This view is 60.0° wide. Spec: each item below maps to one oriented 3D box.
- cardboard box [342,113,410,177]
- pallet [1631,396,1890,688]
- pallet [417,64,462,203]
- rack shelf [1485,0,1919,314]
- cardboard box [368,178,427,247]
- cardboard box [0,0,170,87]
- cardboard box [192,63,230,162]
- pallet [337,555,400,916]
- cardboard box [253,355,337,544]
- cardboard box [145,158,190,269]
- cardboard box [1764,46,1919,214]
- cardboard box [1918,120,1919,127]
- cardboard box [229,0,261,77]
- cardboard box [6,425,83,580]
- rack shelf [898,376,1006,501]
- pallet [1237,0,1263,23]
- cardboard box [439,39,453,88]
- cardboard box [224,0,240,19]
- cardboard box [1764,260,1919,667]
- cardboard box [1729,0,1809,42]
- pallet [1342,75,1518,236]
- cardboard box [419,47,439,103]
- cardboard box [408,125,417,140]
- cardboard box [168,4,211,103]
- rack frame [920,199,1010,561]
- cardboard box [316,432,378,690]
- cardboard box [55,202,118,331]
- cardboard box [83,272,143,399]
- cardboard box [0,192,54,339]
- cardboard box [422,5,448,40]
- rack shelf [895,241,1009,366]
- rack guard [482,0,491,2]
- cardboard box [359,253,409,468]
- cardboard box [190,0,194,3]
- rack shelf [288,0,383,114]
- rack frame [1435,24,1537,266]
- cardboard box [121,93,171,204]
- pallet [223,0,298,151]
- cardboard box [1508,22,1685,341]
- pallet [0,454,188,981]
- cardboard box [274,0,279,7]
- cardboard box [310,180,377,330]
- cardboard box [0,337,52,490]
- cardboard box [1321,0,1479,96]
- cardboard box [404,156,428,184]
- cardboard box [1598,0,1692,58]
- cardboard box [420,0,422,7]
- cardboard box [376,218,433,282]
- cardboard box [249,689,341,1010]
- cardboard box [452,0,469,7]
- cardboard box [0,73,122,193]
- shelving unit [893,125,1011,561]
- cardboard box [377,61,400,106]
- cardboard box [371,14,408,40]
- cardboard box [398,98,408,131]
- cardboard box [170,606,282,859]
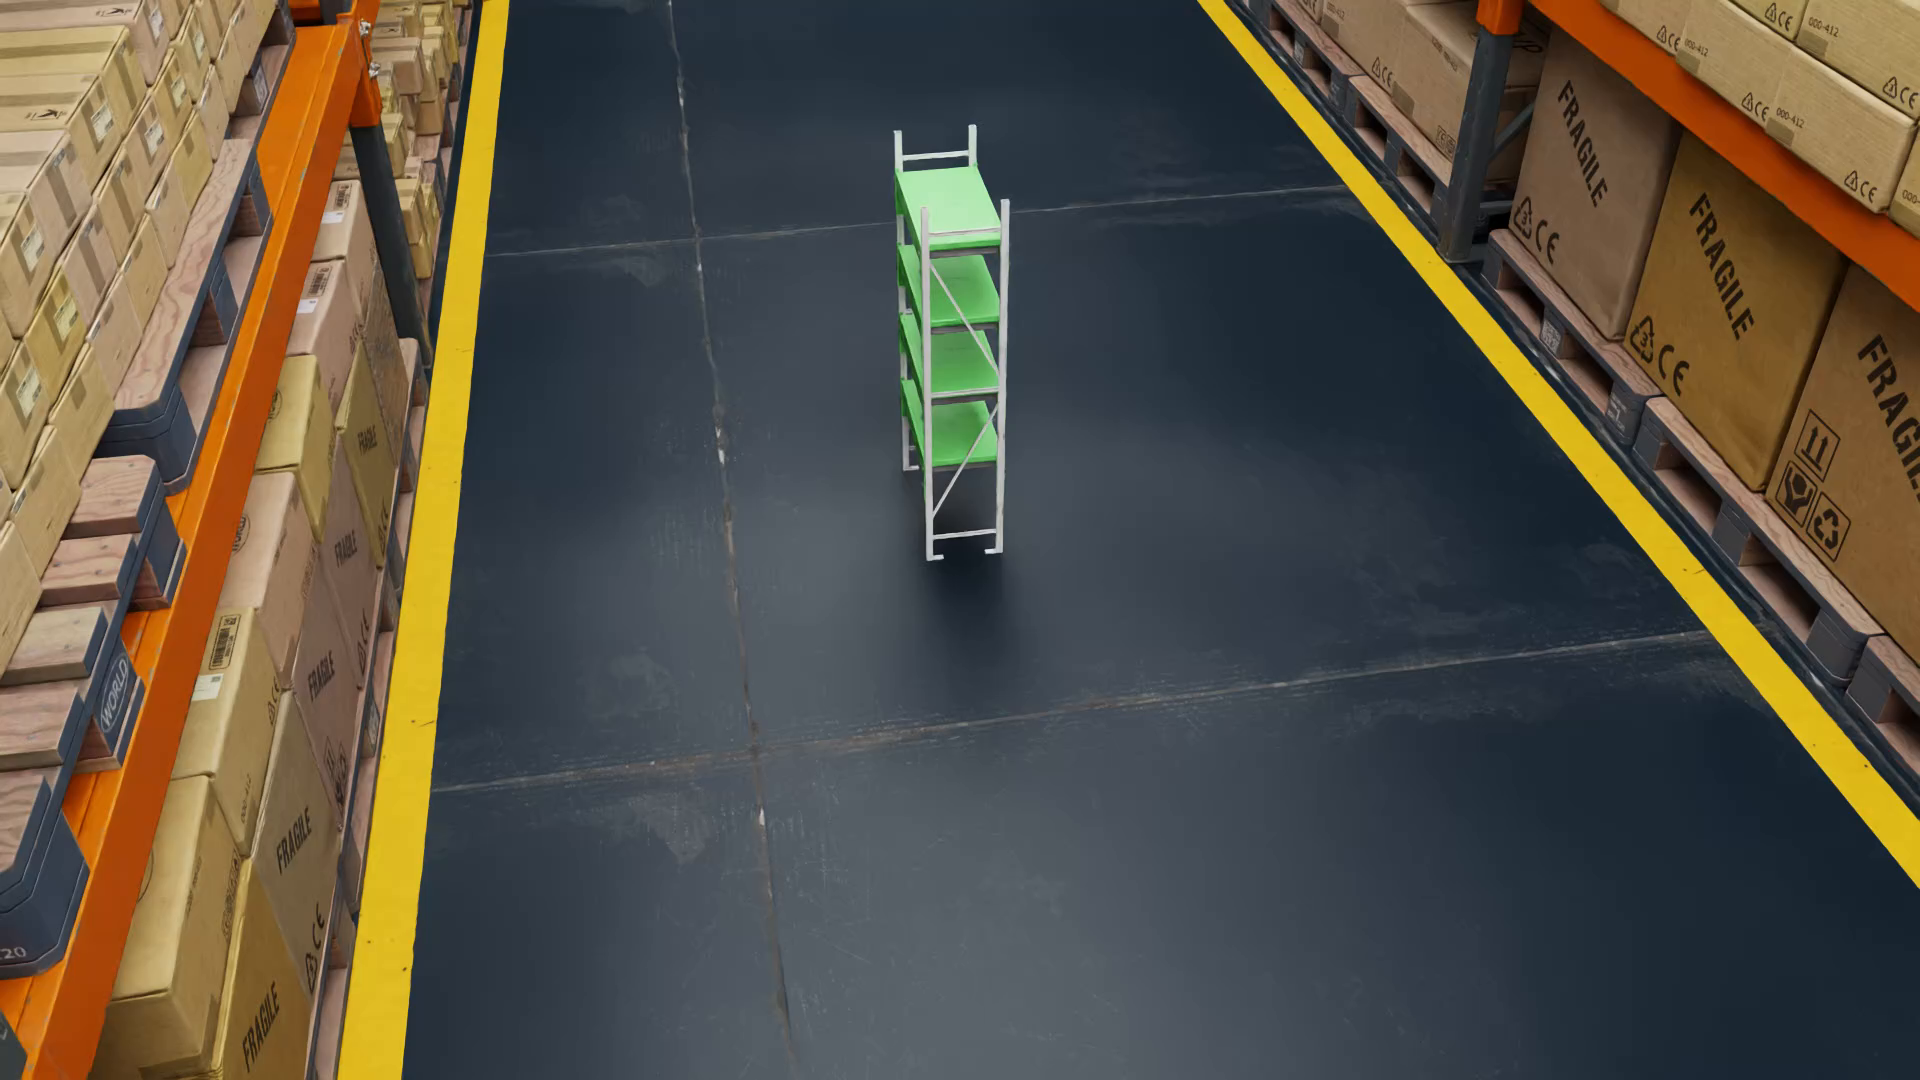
[{"bbox_3d":[-2.268,-1.459,6.179,0.380,0.149,0.250,-4,38,-6],"label":"cardboard box"},{"bbox_3d":[2.861,-0.077,5.177,1.003,0.211,1.213,-6,38,-8],"label":"pallet"},{"bbox_3d":[-2.791,-1.820,7.420,1.003,0.211,1.213,-6,38,-8],"label":"pallet"},{"bbox_3d":[2.785,-0.882,4.527,1.077,0.370,4.000,-6,38,-8],"label":"rack shelf"},{"bbox_3d":[-2.170,-1.192,6.078,0.380,0.149,0.250,-5,38,-6],"label":"cardboard box"},{"bbox_3d":[-1.931,-1.074,3.564,0.380,0.149,0.250,-8,39,-10],"label":"cardboard box"},{"bbox_3d":[-1.971,-1.002,3.958,0.380,0.149,0.250,-8,39,-10],"label":"cardboard box"},{"bbox_3d":[-2.066,0.529,4.397,1.003,0.211,1.213,-6,38,-8],"label":"pallet"},{"bbox_3d":[-1.858,-0.203,4.151,0.500,0.250,0.500,-8,39,-10],"label":"cardboard box"},{"bbox_3d":[-1.878,-0.681,3.544,0.380,0.149,0.250,-7,38,-9],"label":"cardboard box"},{"bbox_3d":[2.497,-1.094,4.336,0.500,0.250,0.500,-7,38,-9],"label":"cardboard box"},{"bbox_3d":[2.597,-0.978,3.779,0.500,0.250,0.500,-7,38,-9],"label":"cardboard box"},{"bbox_3d":[-2.069,-1.321,4.368,0.380,0.149,0.250,-6,38,-8],"label":"cardboard box"},{"bbox_3d":[-1.694,-0.048,2.730,0.380,0.149,0.250,-4,38,-6],"label":"cardboard box"},{"bbox_3d":[-0.029,-0.334,5.197,0.258,0.148,0.480,-6,38,-8],"label":"rack shelf"},{"bbox_3d":[1.950,-3.214,9.216,1.003,0.211,1.213,-6,38,-8],"label":"pallet"},{"bbox_3d":[-2.528,-2.166,7.574,0.380,0.149,0.250,-6,38,-7],"label":"cardboard box"},{"bbox_3d":[-2.069,-1.437,4.274,0.380,0.149,0.250,-5,38,-6],"label":"cardboard box"},{"bbox_3d":[2.944,-0.250,4.517,0.875,0.875,0.875,-6,38,-7],"label":"cardboard box"},{"bbox_3d":[2.415,-1.597,4.575,0.500,0.250,0.500,-6,38,-7],"label":"cardboard box"},{"bbox_3d":[2.378,-1.741,7.319,1.003,0.211,1.213,-6,38,-8],"label":"pallet"},{"bbox_3d":[-2.432,-1.969,7.079,0.380,0.149,0.250,-7,38,-8],"label":"cardboard box"},{"bbox_3d":[-2.485,-1.687,6.958,0.380,0.149,0.250,-8,39,-10],"label":"cardboard box"},{"bbox_3d":[-1.972,-1.115,3.860,0.380,0.149,0.250,-8,39,-10],"label":"cardboard box"},{"bbox_3d":[0.014,-0.426,4.821,0.240,1.200,0.015,-6,38,-8],"label":"rack frame"},{"bbox_3d":[-1.868,0.081,4.396,0.500,0.500,0.500,-7,38,-9],"label":"cardboard box"},{"bbox_3d":[-1.794,-0.490,3.055,0.380,0.149,0.250,-6,38,-8],"label":"cardboard box"},{"bbox_3d":[-1.792,-0.372,3.146,0.380,0.149,0.250,-5,38,-6],"label":"cardboard box"},{"bbox_3d":[-1.744,-0.437,2.745,0.380,0.149,0.250,-8,39,-10],"label":"cardboard box"},{"bbox_3d":[-2.526,-2.284,7.484,0.380,0.149,0.250,-4,38,-6],"label":"cardboard box"},{"bbox_3d":[-0.029,-0.713,4.903,0.258,0.148,0.480,-6,38,-8],"label":"rack shelf"},{"bbox_3d":[-3.109,-3.164,8.915,1.175,0.500,0.348,-6,38,-8],"label":"rack guard"},{"bbox_3d":[-2.043,-0.540,5.195,0.500,0.500,0.500,-7,38,-9],"label":"cardboard box"},{"bbox_3d":[-2.021,-1.384,3.964,0.380,0.149,0.250,-6,38,-8],"label":"cardboard box"},{"bbox_3d":[-2.772,-2.705,6.873,1.077,0.370,4.000,-6,38,-8],"label":"rack shelf"},{"bbox_3d":[2.434,-2.374,5.861,1.000,3.000,0.127,-6,38,-8],"label":"rack frame"},{"bbox_3d":[-1.885,-0.803,3.458,0.380,0.149,0.250,-5,38,-6],"label":"cardboard box"},{"bbox_3d":[-2.430,-1.228,4.542,1.003,0.211,1.213,-6,38,-8],"label":"pallet"},{"bbox_3d":[2.622,-1.335,5.913,0.875,0.875,0.875,-5,38,-7],"label":"cardboard box"},{"bbox_3d":[-1.950,0.292,2.586,1.213,0.211,1.003,-6,38,-8],"label":"pallet"},{"bbox_3d":[-2.157,-1.629,4.764,0.380,0.149,0.250,-7,38,-9],"label":"cardboard box"},{"bbox_3d":[-2.042,-0.833,4.961,0.500,0.250,0.500,-7,38,-9],"label":"cardboard box"},{"bbox_3d":[-1.707,-0.187,2.666,0.380,0.149,0.250,-7,38,-9],"label":"cardboard box"},{"bbox_3d":[2.273,-2.460,7.717,0.875,0.438,0.875,-7,38,-9],"label":"cardboard box"},{"bbox_3d":[-2.310,-1.381,6.564,0.380,0.149,0.250,-6,38,-8],"label":"cardboard box"},{"bbox_3d":[2.344,-1.708,5.126,0.500,0.250,0.500,-7,38,-9],"label":"cardboard box"},{"bbox_3d":[-2.600,-2.388,7.375,0.380,0.149,0.250,-7,38,-9],"label":"cardboard box"},{"bbox_3d":[-2.169,-1.075,6.171,0.380,0.149,0.250,-8,39,-10],"label":"cardboard box"},{"bbox_3d":[-1.684,0.699,3.601,0.500,0.500,0.500,-6,38,-7],"label":"cardboard box"},{"bbox_3d":[-2.680,-2.797,8.387,0.380,0.149,0.250,-5,38,-7],"label":"cardboard box"},{"bbox_3d":[-1.842,-0.760,3.161,0.380,0.149,0.250,-5,38,-7],"label":"cardboard box"},{"bbox_3d":[-0.029,-0.574,5.011,0.258,1.200,0.503,-6,38,-8],"label":"shelving unit"},{"bbox_3d":[-2.429,-1.761,6.569,0.380,0.149,0.250,-7,38,-9],"label":"cardboard box"},{"bbox_3d":[-2.522,-2.080,6.978,0.380,0.149,0.250,-8,39,-10],"label":"cardboard box"},{"bbox_3d":[-2.425,-1.642,6.657,0.380,0.149,0.250,-8,39,-10],"label":"cardboard box"},{"bbox_3d":[-1.691,0.412,3.359,0.500,0.250,0.500,-7,38,-9],"label":"cardboard box"}]
